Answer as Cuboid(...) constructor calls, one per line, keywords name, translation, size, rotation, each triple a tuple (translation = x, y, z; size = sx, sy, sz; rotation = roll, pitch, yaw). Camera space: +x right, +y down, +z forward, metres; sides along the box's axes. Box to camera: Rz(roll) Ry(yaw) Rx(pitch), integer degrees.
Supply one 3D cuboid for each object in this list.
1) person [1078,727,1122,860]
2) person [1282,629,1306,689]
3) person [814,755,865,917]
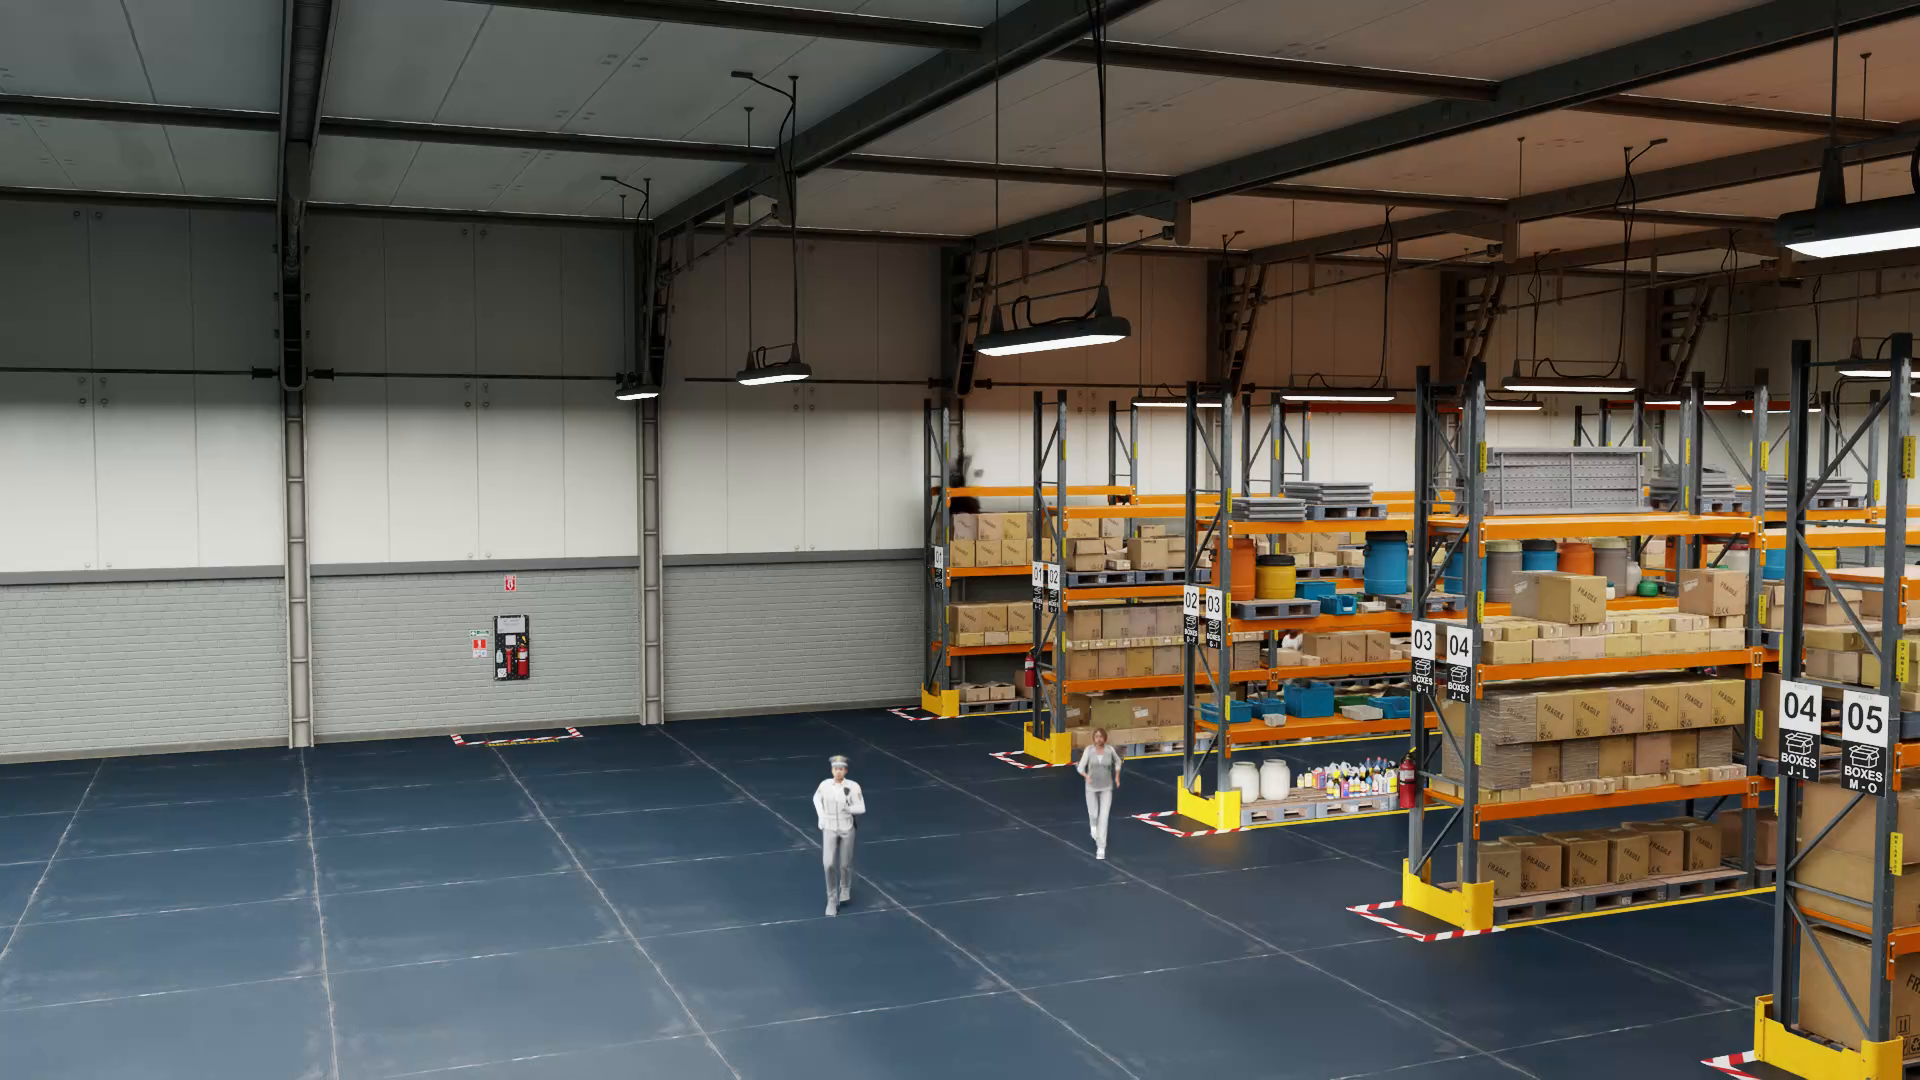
Cuboid(name="person", translation=(1.755, 3.136, 20.878), size=(0.555, 1.592, 0.865), rotation=(0, 3, 3))
Cuboid(name="person", translation=(6.379, 2.410, 31.795), size=(0.923, 1.751, 0.699), rotation=(-2, 4, -34))
Cuboid(name="person", translation=(-1.336, 3.237, 18.346), size=(0.593, 1.752, 0.709), rotation=(0, 3, 0))
